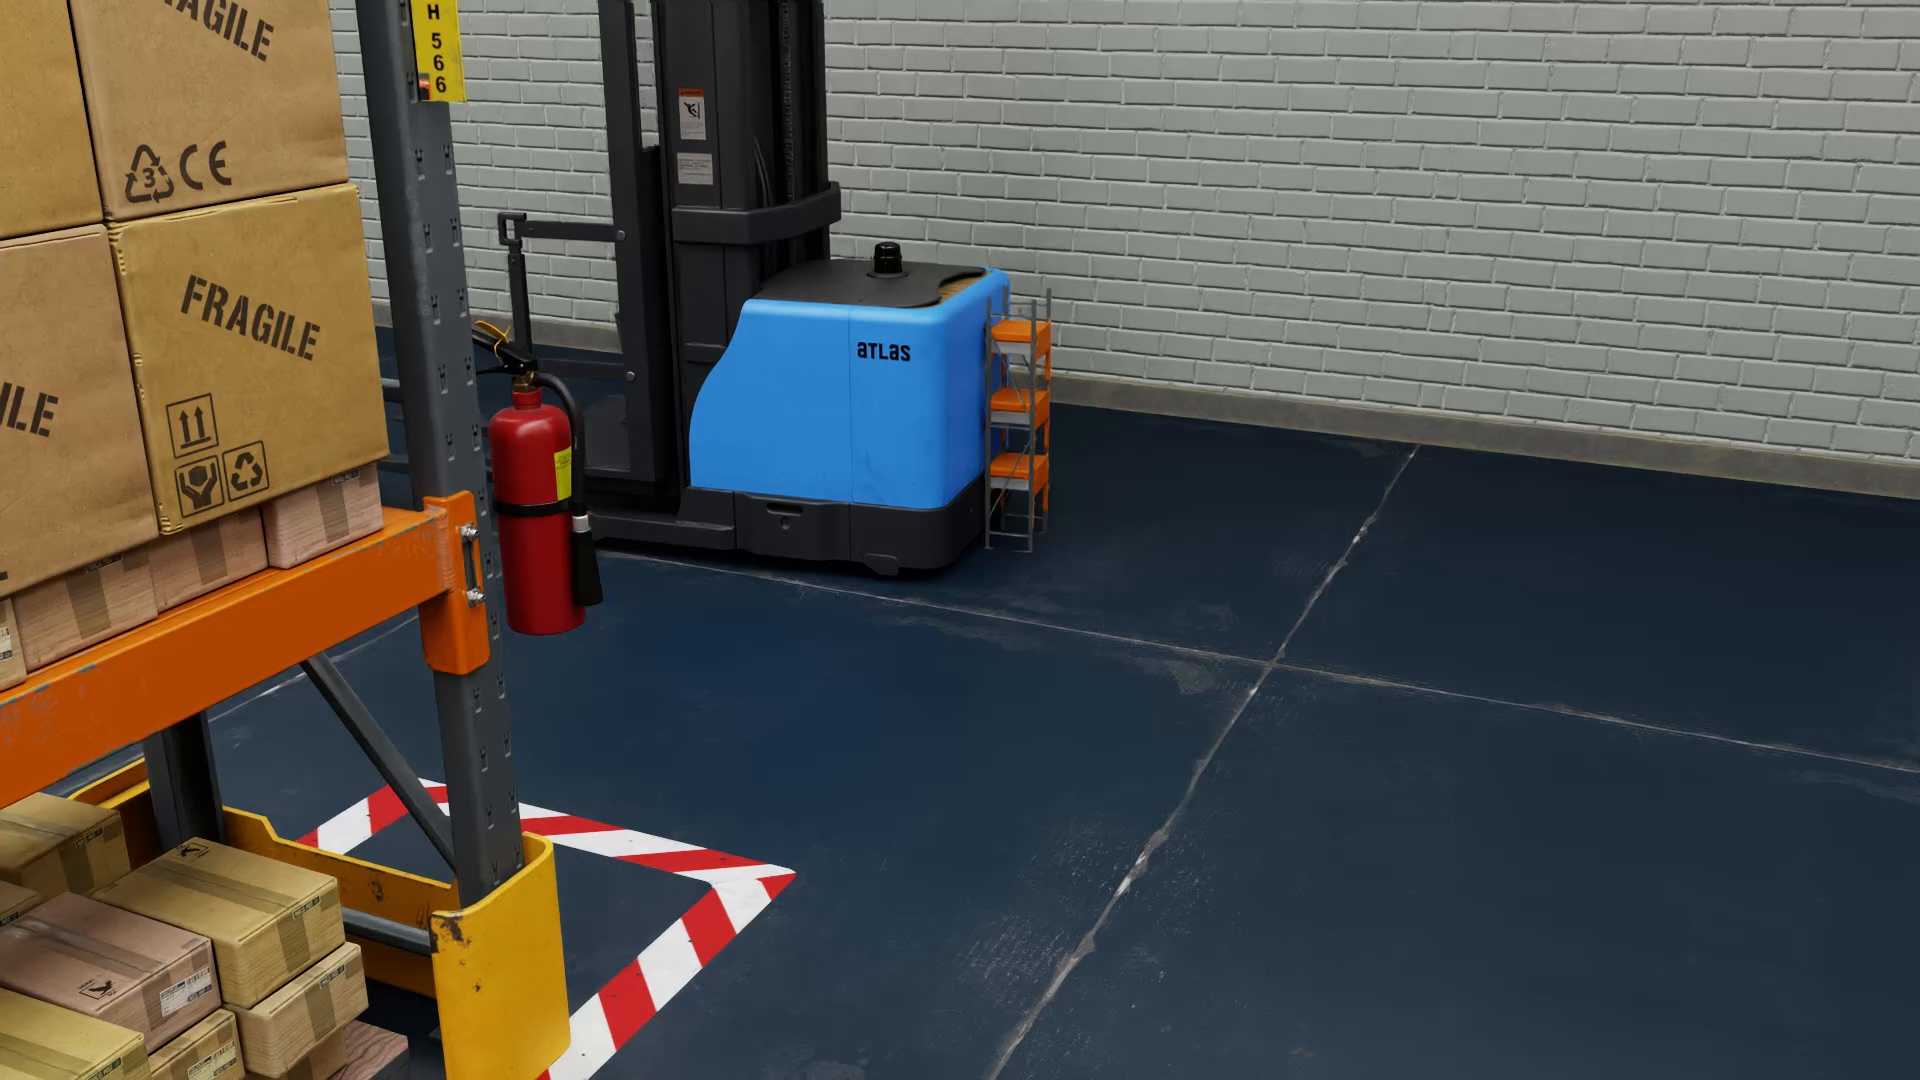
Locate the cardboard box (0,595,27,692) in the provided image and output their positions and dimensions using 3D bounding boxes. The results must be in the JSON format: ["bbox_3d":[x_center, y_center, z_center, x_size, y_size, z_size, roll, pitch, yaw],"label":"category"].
[{"bbox_3d":[-1.617,0.153,2.438,0.380,0.149,0.250,9,22,24],"label":"cardboard box"}]

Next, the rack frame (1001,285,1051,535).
[{"bbox_3d":[0.271,-0.528,6.887,0.200,1.050,0.008,6,20,16],"label":"rack frame"}]

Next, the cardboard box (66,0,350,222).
[{"bbox_3d":[-1.393,-0.819,2.711,0.500,0.500,0.500,8,21,22],"label":"cardboard box"}]

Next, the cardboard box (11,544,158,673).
[{"bbox_3d":[-1.533,0.071,2.666,0.380,0.149,0.250,8,21,22],"label":"cardboard box"}]

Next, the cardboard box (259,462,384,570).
[{"bbox_3d":[-1.308,-0.078,3.087,0.380,0.149,0.250,9,21,23],"label":"cardboard box"}]

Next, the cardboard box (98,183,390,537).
[{"bbox_3d":[-1.382,-0.350,2.882,0.500,0.500,0.500,9,21,24],"label":"cardboard box"}]

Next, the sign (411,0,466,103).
[{"bbox_3d":[-0.935,-0.947,2.956,0.100,0.325,0.005,9,21,23],"label":"sign"}]

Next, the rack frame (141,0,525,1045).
[{"bbox_3d":[-1.433,-0.335,3.434,1.000,3.000,0.127,9,21,23],"label":"rack frame"}]

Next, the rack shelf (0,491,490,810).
[{"bbox_3d":[-2.252,0.615,1.835,1.077,0.370,4.000,9,21,23],"label":"rack shelf"}]

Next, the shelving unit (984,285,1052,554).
[{"bbox_3d":[0.236,-0.489,6.777,0.215,1.050,0.252,6,20,16],"label":"shelving unit"}]

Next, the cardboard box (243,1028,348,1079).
[{"bbox_3d":[-1.458,1.000,3.308,0.380,0.149,0.250,9,21,24],"label":"cardboard box"}]

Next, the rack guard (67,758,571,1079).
[{"bbox_3d":[-1.464,0.866,3.788,1.175,0.500,0.348,9,21,23],"label":"rack guard"}]

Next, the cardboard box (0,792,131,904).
[{"bbox_3d":[-1.957,0.644,3.422,0.380,0.149,0.250,8,21,20],"label":"cardboard box"}]

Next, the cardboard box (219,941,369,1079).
[{"bbox_3d":[-1.389,0.871,3.228,0.380,0.149,0.250,8,21,21],"label":"cardboard box"}]

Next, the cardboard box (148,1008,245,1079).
[{"bbox_3d":[-1.545,0.943,3.024,0.380,0.149,0.250,8,21,21],"label":"cardboard box"}]

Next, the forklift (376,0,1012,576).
[{"bbox_3d":[-1.351,-1.511,6.842,3.031,2.935,1.130,6,20,17],"label":"forklift"}]

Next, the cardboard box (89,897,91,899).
[{"bbox_3d":[-1.882,0.795,3.440,0.380,0.149,0.250,10,22,25],"label":"cardboard box"}]

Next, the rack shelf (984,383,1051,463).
[{"bbox_3d":[0.236,-0.479,6.780,0.215,0.259,0.240,6,20,16],"label":"rack shelf"}]

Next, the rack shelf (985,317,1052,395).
[{"bbox_3d":[0.236,-0.746,6.685,0.215,0.259,0.240,6,20,16],"label":"rack shelf"}]

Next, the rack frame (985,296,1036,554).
[{"bbox_3d":[0.201,-0.450,6.667,0.200,1.050,0.008,6,20,16],"label":"rack frame"}]

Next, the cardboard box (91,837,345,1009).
[{"bbox_3d":[-1.418,0.727,3.189,0.380,0.149,0.250,9,21,23],"label":"cardboard box"}]

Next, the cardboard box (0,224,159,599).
[{"bbox_3d":[-1.598,-0.193,2.441,0.500,0.500,0.500,8,21,22],"label":"cardboard box"}]

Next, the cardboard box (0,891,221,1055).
[{"bbox_3d":[-1.574,0.796,2.995,0.380,0.149,0.250,9,21,24],"label":"cardboard box"}]

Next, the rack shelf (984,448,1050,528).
[{"bbox_3d":[0.236,-0.217,6.874,0.215,0.259,0.240,6,20,16],"label":"rack shelf"}]

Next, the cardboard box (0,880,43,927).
[{"bbox_3d":[-1.960,0.744,3.139,0.380,0.149,0.250,9,21,24],"label":"cardboard box"}]

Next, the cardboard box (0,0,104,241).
[{"bbox_3d":[-1.601,-0.664,2.275,0.500,0.500,0.500,8,21,21],"label":"cardboard box"}]

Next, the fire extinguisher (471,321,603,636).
[{"bbox_3d":[-0.909,-0.136,3.548,0.296,0.674,0.183,9,21,23],"label":"fire extinguisher"}]

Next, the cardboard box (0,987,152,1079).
[{"bbox_3d":[-1.564,0.892,2.723,0.380,0.149,0.250,8,21,21],"label":"cardboard box"}]

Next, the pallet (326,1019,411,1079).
[{"bbox_3d":[-1.829,1.246,3.151,1.003,0.211,1.213,9,21,23],"label":"pallet"}]

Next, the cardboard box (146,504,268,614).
[{"bbox_3d":[-1.445,-0.007,2.888,0.380,0.149,0.250,9,21,23],"label":"cardboard box"}]
